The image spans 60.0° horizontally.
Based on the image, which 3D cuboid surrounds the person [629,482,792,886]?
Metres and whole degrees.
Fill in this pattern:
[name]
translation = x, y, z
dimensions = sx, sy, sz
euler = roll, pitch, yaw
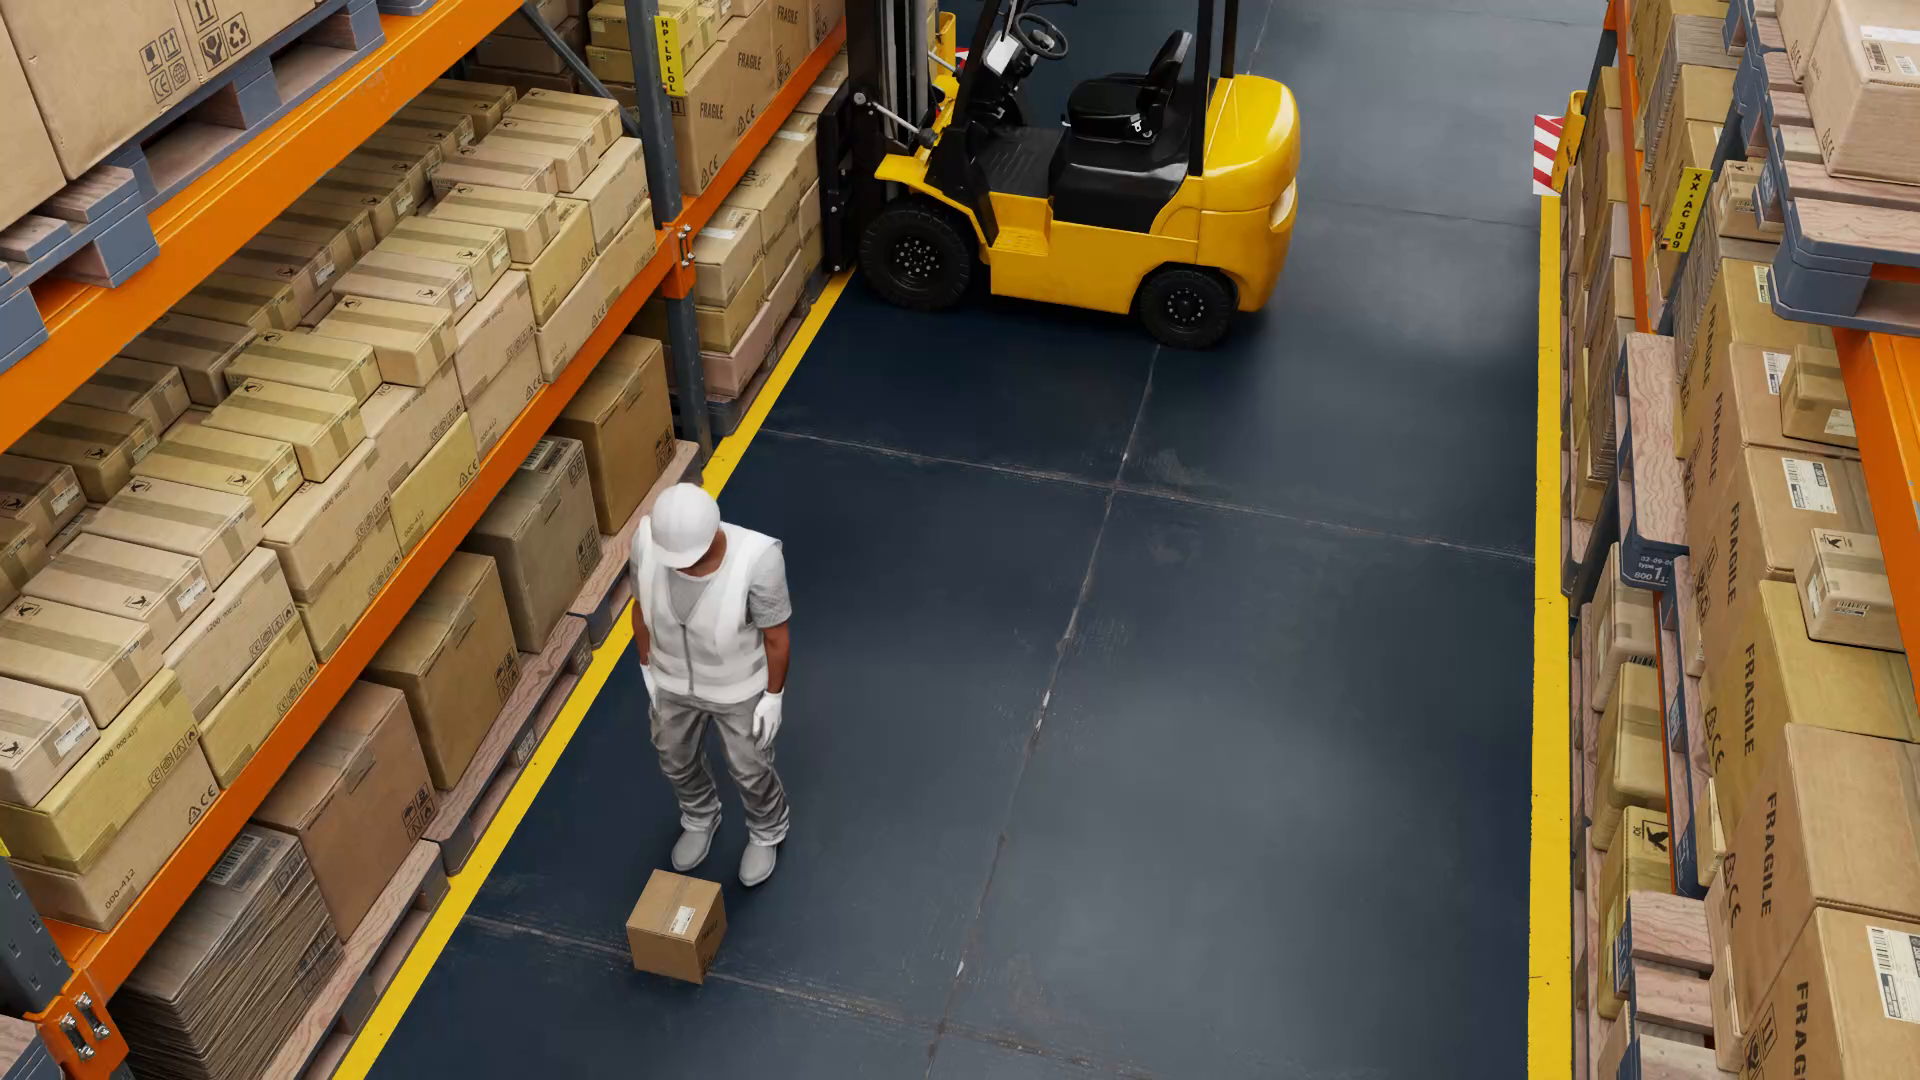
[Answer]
[person]
translation = -0.826, 0.479, 5.605
dimensions = 0.557, 1.761, 0.400
euler = 11, 42, 12
